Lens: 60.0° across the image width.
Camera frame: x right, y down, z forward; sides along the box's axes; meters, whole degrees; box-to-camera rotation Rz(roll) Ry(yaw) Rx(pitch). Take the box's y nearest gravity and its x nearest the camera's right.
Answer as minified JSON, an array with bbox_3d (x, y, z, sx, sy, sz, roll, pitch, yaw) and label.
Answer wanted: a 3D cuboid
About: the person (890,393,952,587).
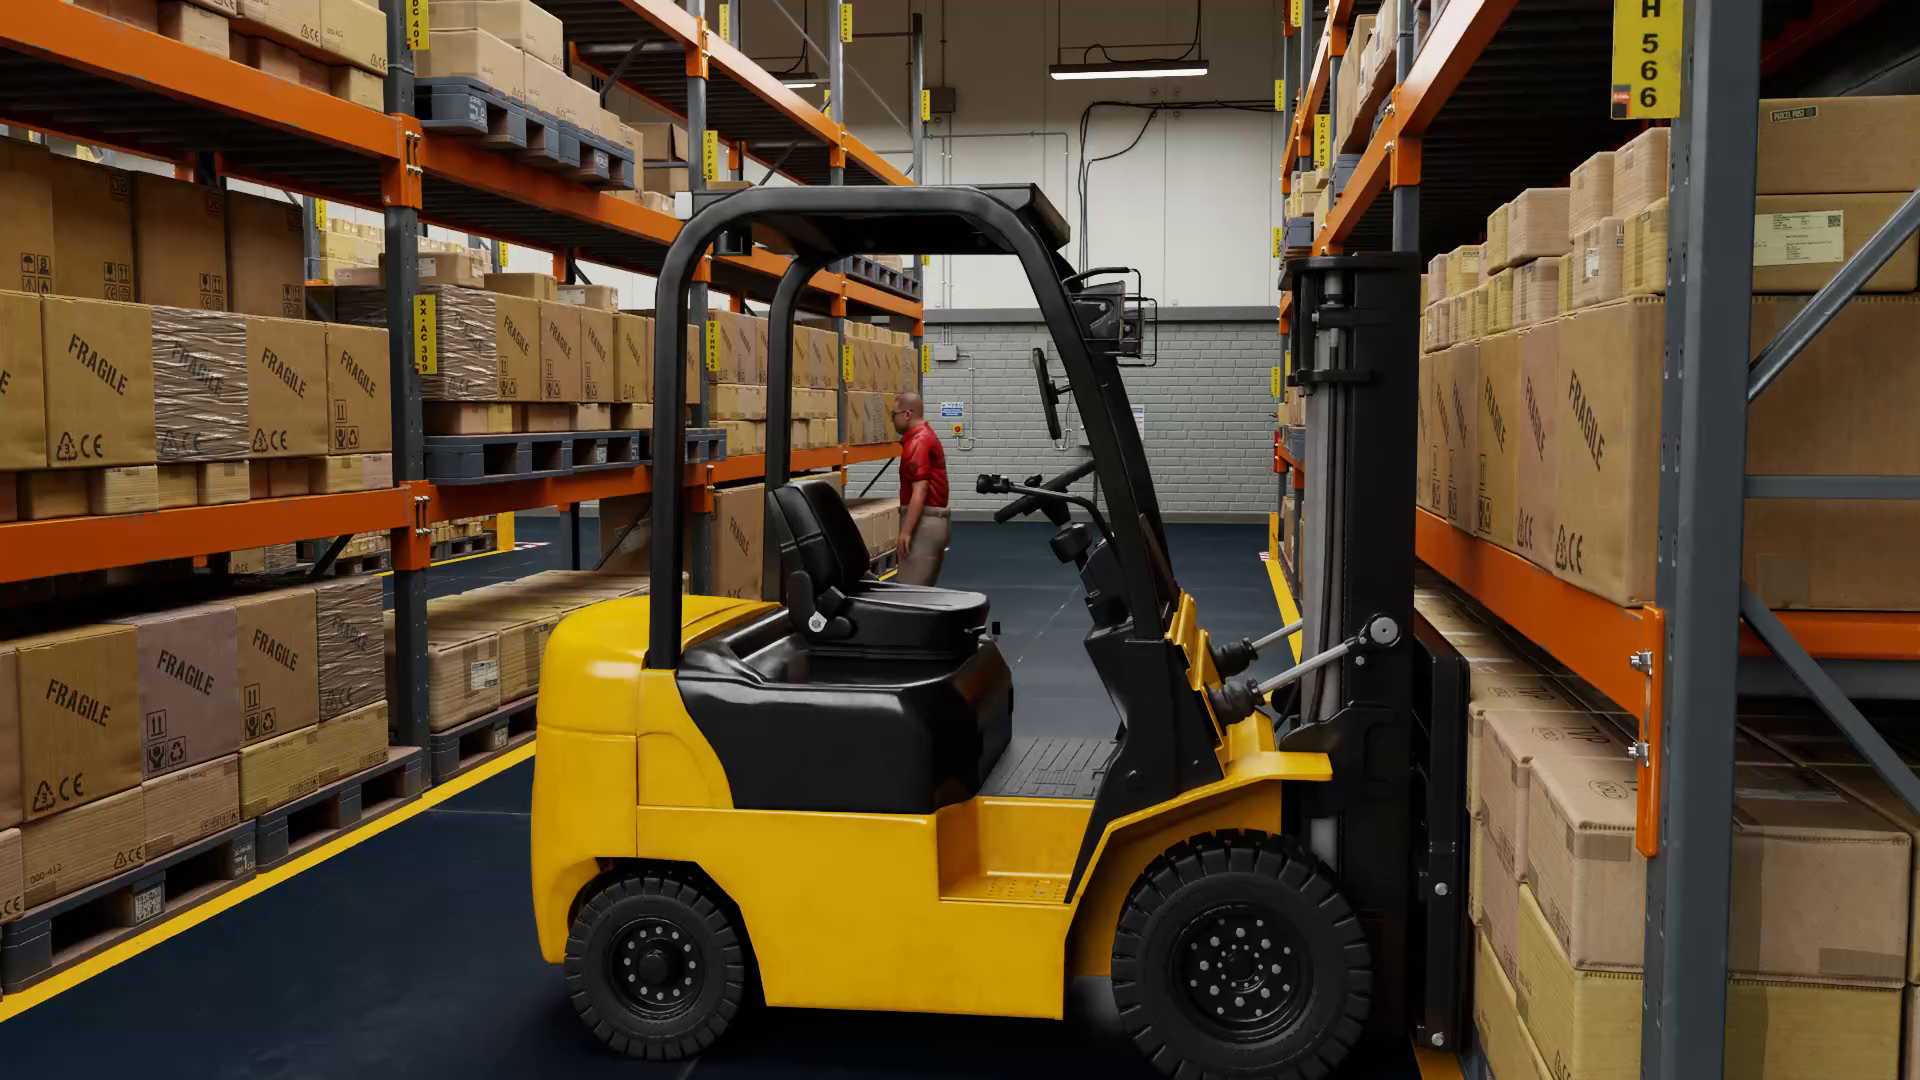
[{"bbox_3d":[-0.258,-0.047,10.330,0.392,1.727,0.585,1,4,9],"label":"person"}]
